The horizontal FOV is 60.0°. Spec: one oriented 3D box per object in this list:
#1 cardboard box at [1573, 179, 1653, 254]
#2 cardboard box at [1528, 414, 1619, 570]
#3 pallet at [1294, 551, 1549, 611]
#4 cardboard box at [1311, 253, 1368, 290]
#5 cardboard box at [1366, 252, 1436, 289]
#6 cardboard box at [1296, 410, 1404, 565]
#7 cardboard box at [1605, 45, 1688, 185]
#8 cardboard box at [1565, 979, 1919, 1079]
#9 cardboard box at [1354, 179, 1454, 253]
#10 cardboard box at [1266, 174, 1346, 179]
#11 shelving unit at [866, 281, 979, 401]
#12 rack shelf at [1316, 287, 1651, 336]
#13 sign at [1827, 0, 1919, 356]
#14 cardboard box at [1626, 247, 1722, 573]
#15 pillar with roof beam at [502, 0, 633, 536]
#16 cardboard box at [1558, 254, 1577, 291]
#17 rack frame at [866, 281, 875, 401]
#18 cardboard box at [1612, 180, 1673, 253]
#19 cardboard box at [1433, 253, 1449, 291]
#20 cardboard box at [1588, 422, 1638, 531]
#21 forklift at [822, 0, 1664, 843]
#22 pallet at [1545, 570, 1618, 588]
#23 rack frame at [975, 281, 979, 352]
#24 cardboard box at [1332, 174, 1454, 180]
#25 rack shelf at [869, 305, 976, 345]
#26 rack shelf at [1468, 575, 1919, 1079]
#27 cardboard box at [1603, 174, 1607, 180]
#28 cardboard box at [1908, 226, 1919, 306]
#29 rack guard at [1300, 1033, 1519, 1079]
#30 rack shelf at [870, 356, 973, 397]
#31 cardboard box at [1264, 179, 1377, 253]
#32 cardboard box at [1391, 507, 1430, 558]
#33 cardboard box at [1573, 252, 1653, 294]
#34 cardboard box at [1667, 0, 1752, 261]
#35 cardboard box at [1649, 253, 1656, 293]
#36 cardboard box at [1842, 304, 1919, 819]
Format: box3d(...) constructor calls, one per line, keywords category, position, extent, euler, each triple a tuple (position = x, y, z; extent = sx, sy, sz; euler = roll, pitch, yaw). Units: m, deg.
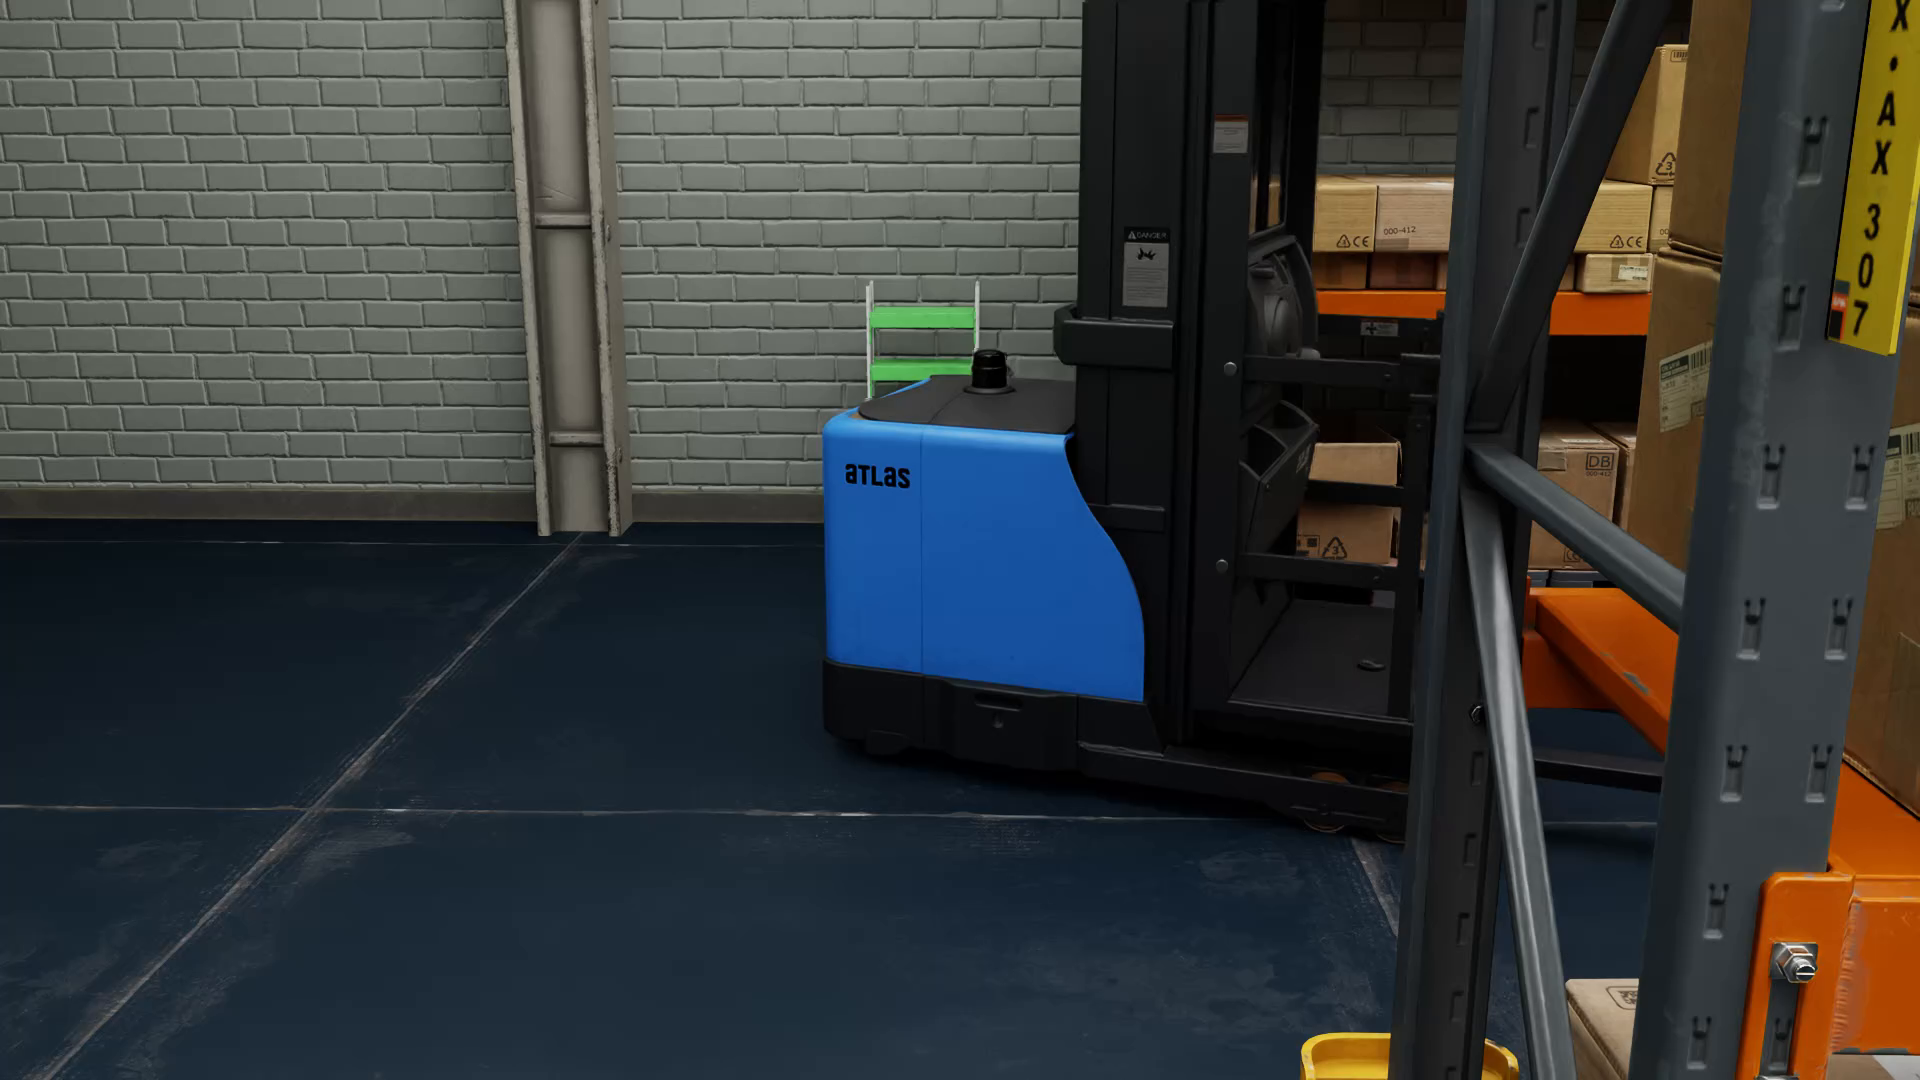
box3d(category="cardboard box", position=(2.320, -1.256, 6.430), extent=(0.500, 0.250, 0.500), euler=(0, 15, 0))
box3d(category="cardboard box", position=(2.325, -0.213, 6.842), extent=(0.500, 0.500, 0.700), euler=(1, 15, 4))
box3d(category="pallet", position=(1.735, 0.092, 7.077), extent=(1.213, 0.211, 1.003), euler=(0, 15, 1))
box3d(category="cardboard box", position=(1.439, -1.078, 6.540), extent=(0.250, 0.149, 0.380), euler=(1, 15, 3))
box3d(category="cardboard box", position=(1.703, -1.085, 6.567), extent=(0.250, 0.149, 0.380), euler=(0, 15, 1))
box3d(category="cardboard box", position=(1.471, -0.230, 6.901), extent=(0.637, 0.503, 0.797), euler=(0, 15, -1))
box3d(category="cardboard box", position=(2.809, -1.614, 6.320), extent=(0.500, 0.500, 0.500), euler=(1, 15, 3))
box3d(category="cardboard box", position=(1.402, 1.019, 2.298), extent=(0.875, 0.438, 0.875), euler=(0, 15, 0))
box3d(category="cardboard box", position=(1.813, -1.258, 6.440), extent=(0.500, 0.250, 0.500), euler=(1, 15, 2))
box3d(category="cardboard box", position=(1.329, -1.398, 6.969), extent=(0.500, 0.250, 0.500), euler=(1, 15, 3))
box3d(category="shelving unit", position=(-0.166, -0.581, 7.691), extent=(0.503, 1.200, 0.258), euler=(0, 15, 1))
box3d(category="rack shelf", position=(2.862, -0.901, 6.785), extent=(4.000, 0.370, 1.077), euler=(0, 15, 1))
box3d(category="sign", position=(0.719, -0.311, 1.288), extent=(0.005, 0.325, 0.100), euler=(0, 15, 1))
box3d(category="cardboard box", position=(1.228, -0.109, 2.176), extent=(0.500, 0.500, 0.500), euler=(0, 15, 2))
box3d(category="pillar with roof beam", position=(-1.920, -3.312, 2.754), extent=(0.400, 9.000, 9.100), euler=(0, 15, 1))
box3d(category="cardboard box", position=(2.220, -1.068, 6.500), extent=(0.250, 0.149, 0.380), euler=(1, 15, 2))
box3d(category="rack frame", position=(-0.410, -0.583, 7.697), extent=(0.015, 1.200, 0.240), euler=(0, 15, 1))
box3d(category="cardboard box", position=(2.832, -1.258, 6.438), extent=(0.500, 0.250, 0.500), euler=(0, 15, 0))
box3d(category="cardboard box", position=(1.954, -1.068, 6.501), extent=(0.250, 0.149, 0.380), euler=(1, 15, 3))
box3d(category="cardboard box", position=(2.851, -0.184, 6.733), extent=(0.500, 0.500, 0.500), euler=(1, 15, 2))
box3d(category="forklift", position=(1.137, -0.725, 4.843), extent=(3.031, 2.935, 1.130), euler=(6, 16, 20))
box3d(category="pallet", position=(2.952, 0.101, 7.045), extent=(1.213, 0.211, 1.003), euler=(0, 15, 1))
box3d(category="rack frame", position=(0.078, -0.580, 7.685), extent=(0.015, 1.200, 0.240), euler=(0, 15, 1))
box3d(category="cardboard box", position=(1.844, -1.394, 6.955), extent=(0.500, 0.250, 0.500), euler=(0, 15, 2))
box3d(category="rack shelf", position=(-0.166, -0.984, 7.585), extent=(0.480, 0.148, 0.258), euler=(0, 15, 1))
box3d(category="rack shelf", position=(2.739, 0.365, 1.987), extent=(4.000, 0.370, 1.077), euler=(0, 15, 1))
box3d(category="cardboard box", position=(2.862, -1.386, 6.925), extent=(0.500, 0.250, 0.500), euler=(0, 15, 1))
box3d(category="cardboard box", position=(1.212, -0.452, 1.517), extent=(0.500, 0.500, 0.500), euler=(0, 15, 0))
box3d(category="rack guard", position=(0.715, 1.213, 2.264), extent=(0.348, 0.500, 1.175), euler=(0, 15, 1))
box3d(category="rack shelf", position=(-0.166, -0.752, 7.646), extent=(0.480, 0.148, 0.258), euler=(0, 15, 1))
box3d(category="cardboard box", position=(1.309, -1.261, 6.452), extent=(0.500, 0.250, 0.500), euler=(0, 15, 2))
box3d(category="cardboard box", position=(1.895, -0.045, 6.898), extent=(0.250, 0.149, 0.380), euler=(0, 15, -1))
box3d(category="cardboard box", position=(2.470, -1.047, 6.421), extent=(0.250, 0.149, 0.380), euler=(0, 15, 0))
box3d(category="cardboard box", position=(1.227, -0.585, 2.022), extent=(0.500, 0.500, 0.500), euler=(1, 15, 3))
box3d(category="cardboard box", position=(2.734, -1.051, 6.434), extent=(0.250, 0.149, 0.380), euler=(1, 15, 3))
box3d(category="cardboard box", position=(1.212, 0.032, 1.642), extent=(0.500, 0.500, 0.500), euler=(0, 15, 1))
